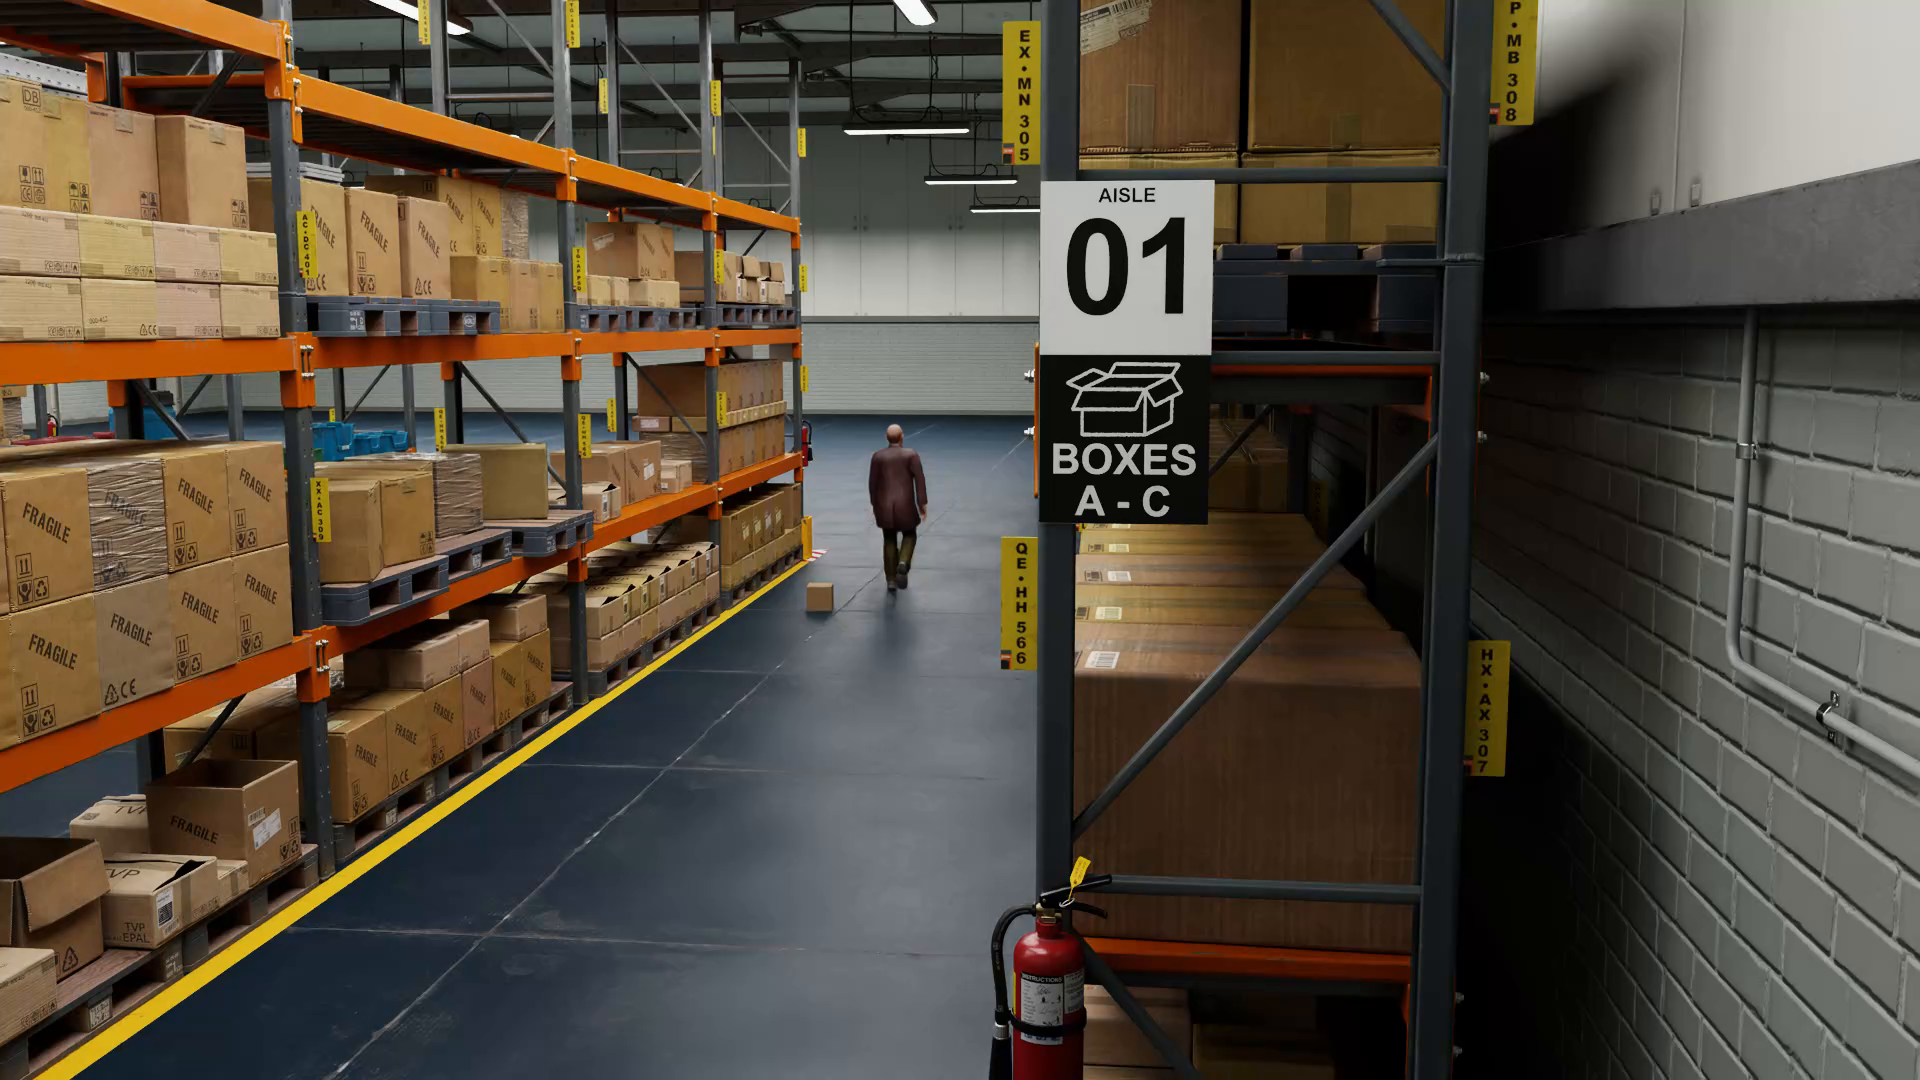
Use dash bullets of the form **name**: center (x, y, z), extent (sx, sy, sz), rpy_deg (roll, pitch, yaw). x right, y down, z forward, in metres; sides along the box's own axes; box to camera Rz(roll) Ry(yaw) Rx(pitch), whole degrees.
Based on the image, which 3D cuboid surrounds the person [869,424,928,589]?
- **person**: center (-0.663, -0.361, 18.007), extent (0.651, 1.778, 0.509), rpy_deg (0, 7, 3)
